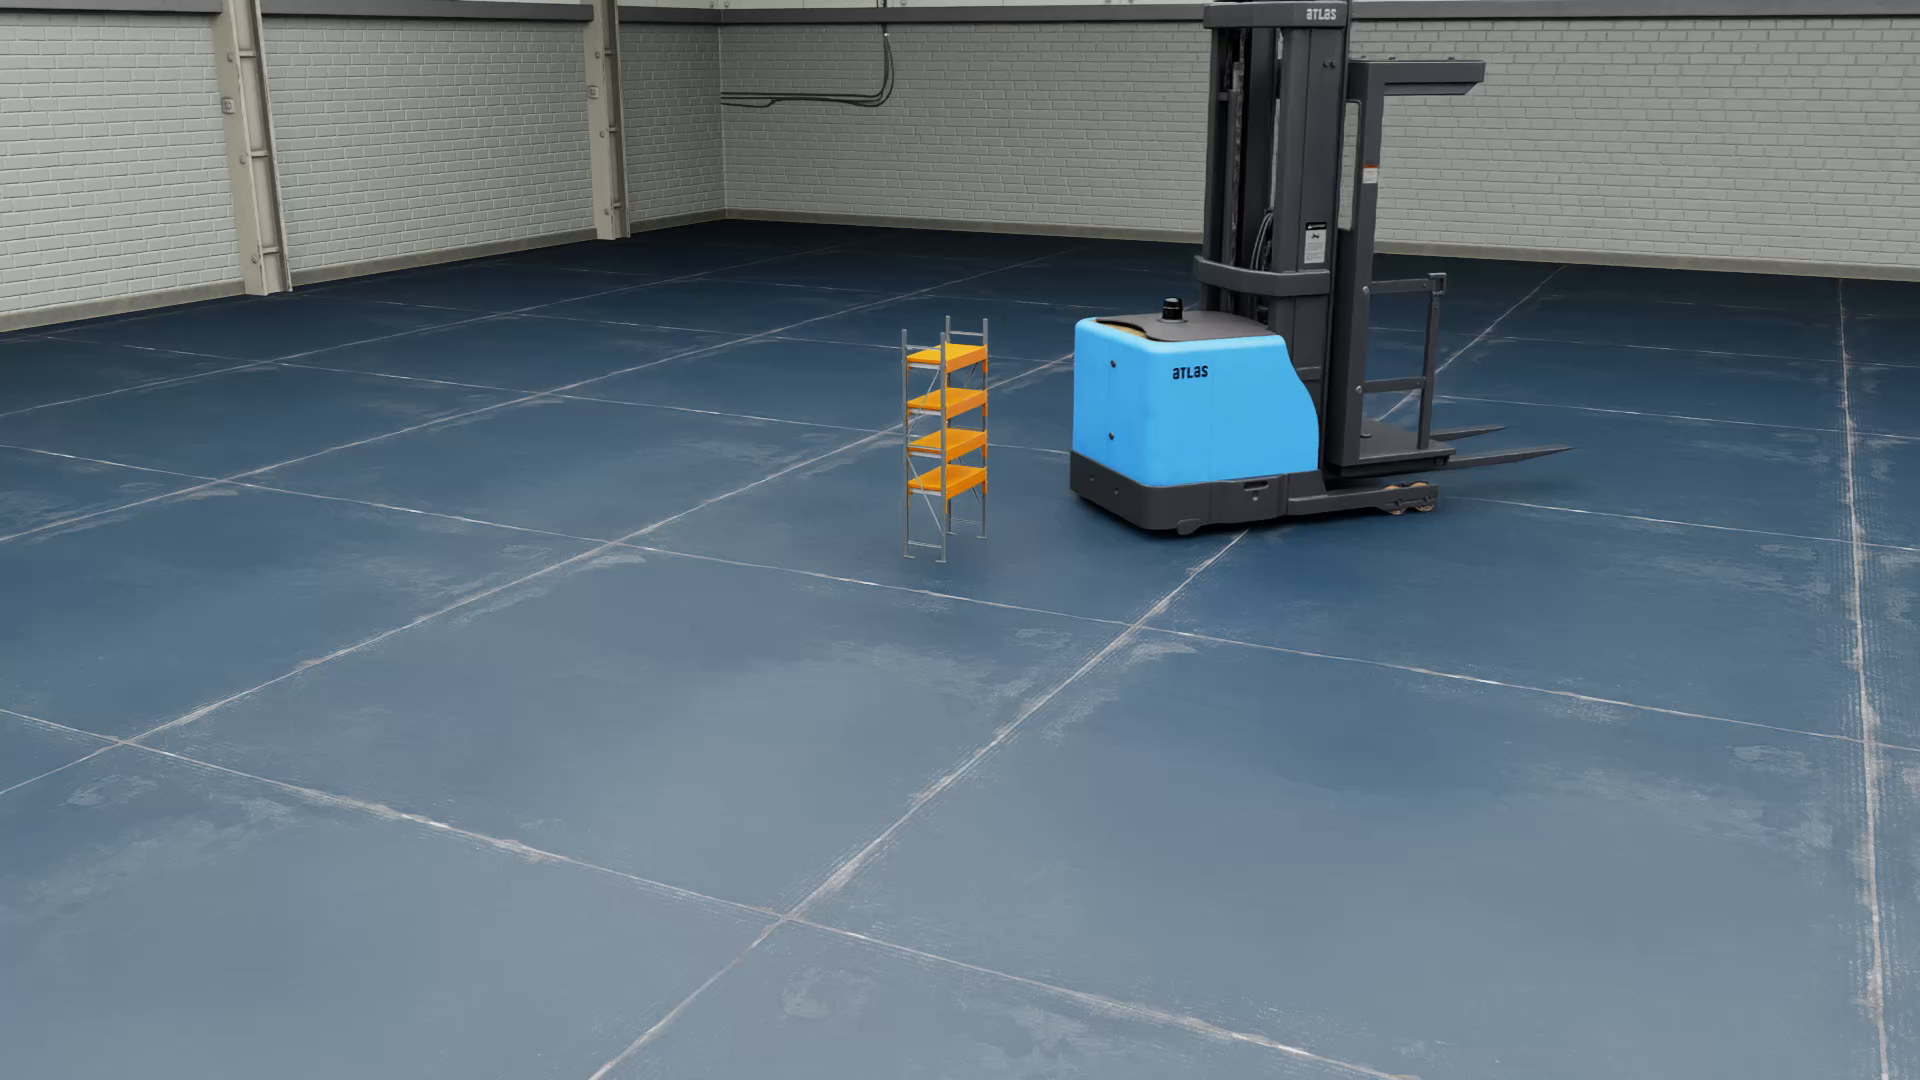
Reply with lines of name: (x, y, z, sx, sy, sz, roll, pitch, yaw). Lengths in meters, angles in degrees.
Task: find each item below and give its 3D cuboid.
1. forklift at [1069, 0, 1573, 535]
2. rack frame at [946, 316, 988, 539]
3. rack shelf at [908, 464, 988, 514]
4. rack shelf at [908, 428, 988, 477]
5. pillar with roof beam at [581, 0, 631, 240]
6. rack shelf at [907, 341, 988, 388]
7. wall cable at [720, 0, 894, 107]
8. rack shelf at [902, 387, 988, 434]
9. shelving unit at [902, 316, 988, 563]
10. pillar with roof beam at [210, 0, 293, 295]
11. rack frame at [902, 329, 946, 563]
forklift: (2.213, -1.680, 9.532, 3.031, 2.935, 1.130, -7, 18, -21)
rack frame: (0.035, -0.595, 8.921, 0.240, 1.200, 0.015, 8, 18, 25)
rack shelf: (-0.074, -0.278, 8.787, 0.258, 0.148, 0.480, 8, 18, 25)
rack shelf: (-0.074, -0.469, 8.731, 0.258, 0.148, 0.480, 8, 18, 25)
pillar with roof beam: (-0.999, -7.993, 20.131, 9.100, 9.000, 0.400, 8, 18, 25)
rack shelf: (-0.074, -0.910, 8.600, 0.258, 0.148, 0.480, 8, 18, 25)
wall cable: (-2.351, -7.634, 24.377, 3.097, 2.526, 0.112, 8, 18, 25)
rack shelf: (-0.074, -0.683, 8.667, 0.258, 0.148, 0.480, 8, 18, 25)
shelving unit: (-0.074, -0.533, 8.712, 0.258, 1.200, 0.503, 8, 18, 25)
pillar with roof beam: (-3.680, -6.465, 14.985, 9.100, 9.000, 0.400, 8, 18, 25)
rack frame: (-0.183, -0.471, 8.502, 0.240, 1.200, 0.015, 8, 18, 25)
